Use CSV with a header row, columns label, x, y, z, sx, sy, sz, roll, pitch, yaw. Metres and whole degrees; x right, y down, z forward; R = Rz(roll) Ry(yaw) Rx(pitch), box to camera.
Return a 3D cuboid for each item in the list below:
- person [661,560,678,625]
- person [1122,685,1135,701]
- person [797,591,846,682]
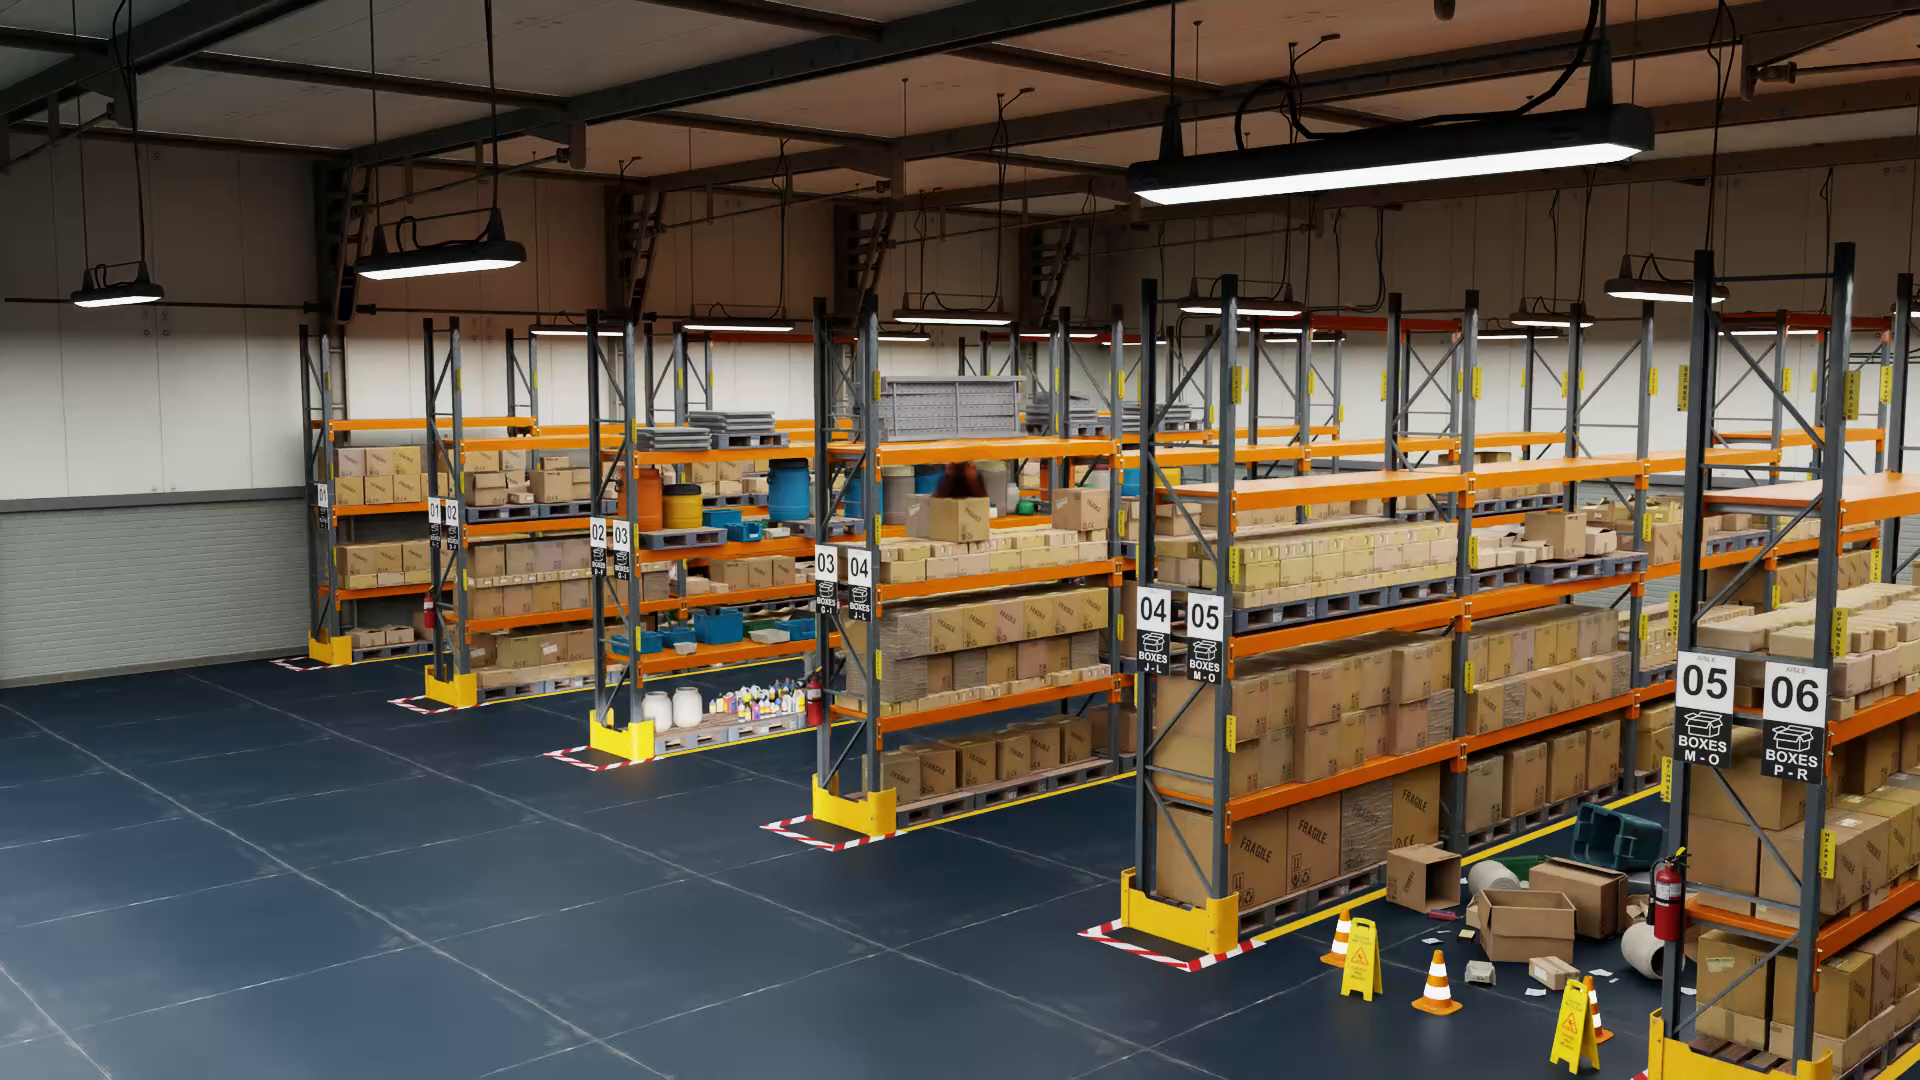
label,x,y,z,sx,sy,sz,roll,pitch,yaw
person,-5.673,1.028,32.075,0.479,1.727,1.019,5,7,38
person,2.510,1.897,24.383,0.410,1.665,0.617,3,7,29
person,-2.300,1.546,27.852,0.552,1.612,0.952,5,8,41
